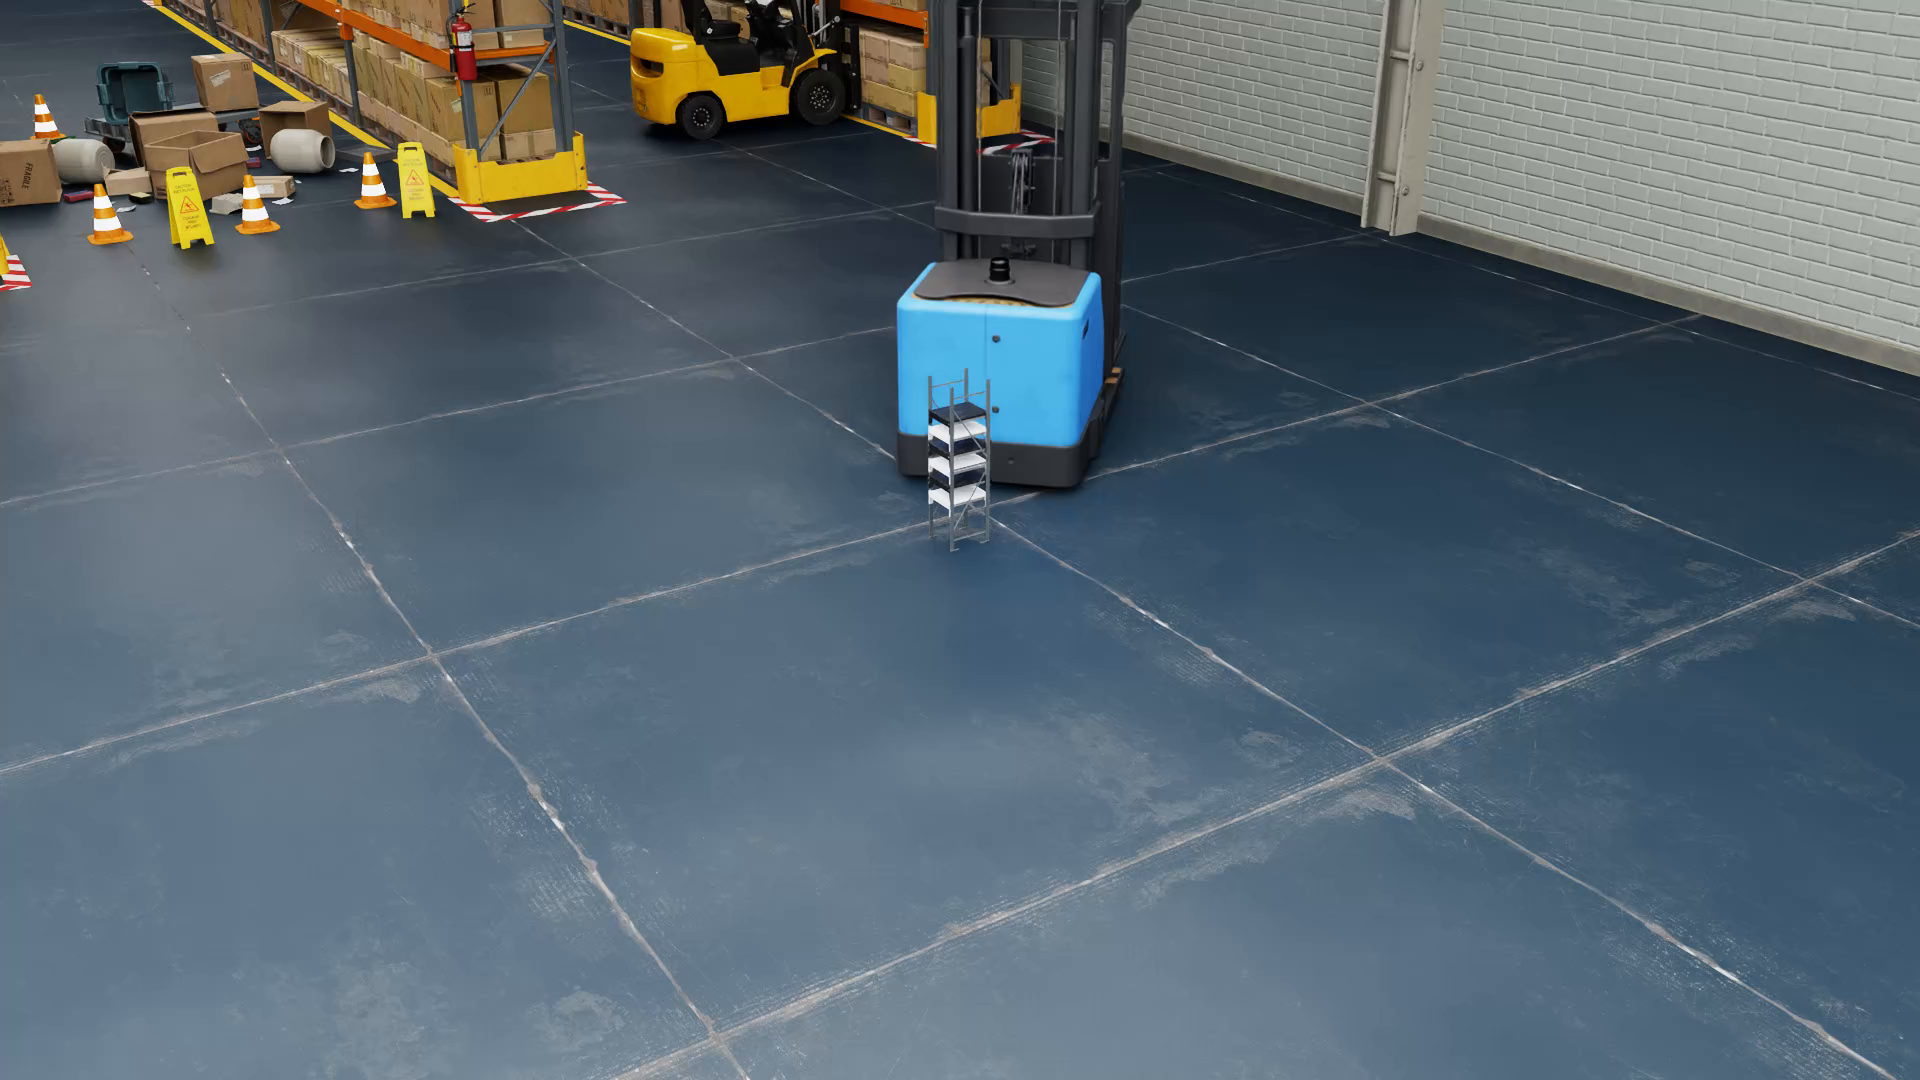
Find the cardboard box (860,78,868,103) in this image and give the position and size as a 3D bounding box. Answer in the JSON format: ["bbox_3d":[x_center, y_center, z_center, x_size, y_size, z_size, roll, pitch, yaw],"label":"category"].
[{"bbox_3d":[-0.958,-5.161,18.897,0.500,0.250,0.500,-15,29,-29],"label":"cardboard box"}]

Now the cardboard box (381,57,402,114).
[{"bbox_3d":[-5.569,-4.668,16.976,0.500,0.500,0.500,-14,29,-27],"label":"cardboard box"}]

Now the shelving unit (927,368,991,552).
[{"bbox_3d":[-0.004,-0.410,8.564,0.258,0.900,0.210,-16,29,-30],"label":"shelving unit"}]

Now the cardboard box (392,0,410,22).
[{"bbox_3d":[-5.132,-5.270,15.935,0.500,0.500,0.500,-16,29,-30],"label":"cardboard box"}]

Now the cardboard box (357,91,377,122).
[{"bbox_3d":[-6.152,-4.704,17.929,0.500,0.250,0.500,-17,30,-32],"label":"cardboard box"}]

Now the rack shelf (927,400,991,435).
[{"bbox_3d":[-0.004,-0.624,8.463,0.258,0.077,0.200,-16,29,-30],"label":"rack shelf"}]

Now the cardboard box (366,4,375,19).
[{"bbox_3d":[-5.887,-5.468,17.113,0.380,0.149,0.250,-15,29,-28],"label":"cardboard box"}]

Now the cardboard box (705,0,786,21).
[{"bbox_3d":[-2.803,-6.769,21.864,0.875,0.625,0.625,-16,30,-30],"label":"cardboard box"}]

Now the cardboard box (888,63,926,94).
[{"bbox_3d":[-0.436,-5.033,18.040,0.500,0.250,0.500,-16,30,-30],"label":"cardboard box"}]

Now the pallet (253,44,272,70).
[{"bbox_3d":[-8.799,-6.501,22.273,1.003,0.211,1.213,-16,29,-30],"label":"pallet"}]

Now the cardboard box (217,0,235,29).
[{"bbox_3d":[-10.210,-7.919,24.007,0.875,0.875,0.875,-15,29,-28],"label":"cardboard box"}]

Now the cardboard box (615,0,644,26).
[{"bbox_3d":[-4.686,-7.781,24.155,0.500,0.500,0.500,-15,29,-28],"label":"cardboard box"}]

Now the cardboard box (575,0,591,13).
[{"bbox_3d":[-5.538,-8.330,25.318,0.500,0.500,0.500,-17,30,-31],"label":"cardboard box"}]

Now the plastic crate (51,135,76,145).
[{"bbox_3d":[-9.148,-3.839,16.595,0.450,0.188,0.662,-10,25,2],"label":"plastic crate"}]

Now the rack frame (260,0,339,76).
[{"bbox_3d":[-8.432,-7.462,21.043,1.000,3.000,0.127,-16,29,-30],"label":"rack frame"}]

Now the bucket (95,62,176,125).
[{"bbox_3d":[-8.335,-4.537,16.902,0.726,0.611,0.620,-6,16,-12],"label":"bucket"}]

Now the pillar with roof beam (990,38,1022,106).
[{"bbox_3d":[-3.140,-7.927,15.002,9.100,9.000,0.400,-16,29,-30],"label":"pillar with roof beam"}]

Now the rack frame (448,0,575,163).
[{"bbox_3d":[-4.065,-4.601,14.982,1.000,3.000,0.127,-16,29,-30],"label":"rack frame"}]

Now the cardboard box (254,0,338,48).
[{"bbox_3d":[-8.739,-6.958,21.971,0.875,0.875,0.875,-16,30,-30],"label":"cardboard box"}]

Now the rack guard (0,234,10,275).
[{"bbox_3d":[-8.144,-2.272,12.977,1.175,0.500,0.348,-16,29,-30],"label":"rack guard"}]

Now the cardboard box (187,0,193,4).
[{"bbox_3d":[-11.848,-8.817,26.422,0.875,0.438,0.875,-15,29,-28],"label":"cardboard box"}]

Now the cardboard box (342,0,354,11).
[{"bbox_3d":[-6.345,-5.730,17.669,0.380,0.149,0.250,-16,29,-30],"label":"cardboard box"}]

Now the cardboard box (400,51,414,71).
[{"bbox_3d":[-5.254,-4.706,16.296,0.380,0.149,0.250,-14,29,-27],"label":"cardboard box"}]

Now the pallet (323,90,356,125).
[{"bbox_3d":[-6.675,-5.048,19.197,1.003,0.211,1.213,-16,29,-30],"label":"pallet"}]

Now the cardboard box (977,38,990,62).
[{"bbox_3d":[-0.012,-5.373,18.176,0.500,0.250,0.500,-16,30,-30],"label":"cardboard box"}]

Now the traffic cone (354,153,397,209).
[{"bbox_3d":[-5.380,-3.307,15.212,0.336,0.463,0.334,-16,29,-30],"label":"traffic cone"}]

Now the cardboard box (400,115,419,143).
[{"bbox_3d":[-5.298,-4.147,16.749,0.500,0.250,0.500,-17,30,-31],"label":"cardboard box"}]

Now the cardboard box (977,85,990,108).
[{"bbox_3d":[-0.012,-4.926,18.401,0.500,0.250,0.500,-15,29,-29],"label":"cardboard box"}]

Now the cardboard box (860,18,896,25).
[{"bbox_3d":[-0.826,-5.917,19.329,0.500,0.250,0.500,-16,30,-31],"label":"cardboard box"}]

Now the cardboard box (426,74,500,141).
[{"bbox_3d":[-4.721,-4.112,15.797,0.500,0.500,0.500,-15,29,-29],"label":"cardboard box"}]

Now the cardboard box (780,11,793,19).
[{"bbox_3d":[-1.820,-6.157,19.836,0.500,0.250,0.500,-15,29,-29],"label":"cardboard box"}]

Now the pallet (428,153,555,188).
[{"bbox_3d":[-4.520,-3.666,16.268,1.003,0.211,1.213,-16,29,-30],"label":"pallet"}]

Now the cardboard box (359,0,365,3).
[{"bbox_3d":[-5.948,-5.815,17.088,0.500,0.500,0.500,-16,29,-30],"label":"cardboard box"}]

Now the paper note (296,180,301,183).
[{"bbox_3d":[-6.400,-3.465,16.079,0.032,0.001,0.123,-16,29,-30],"label":"paper note"}]

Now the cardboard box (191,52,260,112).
[{"bbox_3d":[-7.723,-4.818,17.483,0.500,0.500,0.500,-16,29,-30],"label":"cardboard box"}]

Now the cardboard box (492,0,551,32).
[{"bbox_3d":[-4.091,-5.014,15.393,0.500,0.500,0.500,-16,30,-30],"label":"cardboard box"}]

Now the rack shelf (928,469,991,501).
[{"bbox_3d":[-0.004,-0.298,8.617,0.258,0.077,0.200,-16,29,-30],"label":"rack shelf"}]

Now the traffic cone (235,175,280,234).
[{"bbox_3d":[-6.125,-2.926,14.407,0.336,0.463,0.334,-16,29,-30],"label":"traffic cone"}]

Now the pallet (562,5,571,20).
[{"bbox_3d":[-5.983,-8.508,26.525,1.003,0.211,1.213,-16,29,-30],"label":"pallet"}]

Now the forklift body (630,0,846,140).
[{"bbox_3d":[-2.472,-5.628,18.152,2.313,2.155,1.214,-16,29,-30],"label":"forklift body"}]

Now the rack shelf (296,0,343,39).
[{"bbox_3d":[-7.340,-6.421,19.681,1.077,0.370,4.000,-16,29,-30],"label":"rack shelf"}]

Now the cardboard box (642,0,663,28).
[{"bbox_3d":[-3.946,-7.510,23.434,0.875,0.625,0.625,-15,29,-28],"label":"cardboard box"}]

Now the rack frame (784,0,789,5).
[{"bbox_3d":[-2.092,-7.189,20.466,1.000,3.000,0.127,-16,29,-30],"label":"rack frame"}]

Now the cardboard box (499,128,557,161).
[{"bbox_3d":[-4.273,-3.900,16.227,0.500,0.250,0.500,-16,30,-30],"label":"cardboard box"}]

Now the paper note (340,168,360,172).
[{"bbox_3d":[-6.058,-3.677,16.503,0.148,0.019,0.142,18,31,33],"label":"paper note"}]

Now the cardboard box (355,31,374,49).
[{"bbox_3d":[-6.135,-5.278,17.507,0.380,0.149,0.250,-15,29,-29],"label":"cardboard box"}]

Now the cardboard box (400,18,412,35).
[{"bbox_3d":[-5.205,-5.012,16.148,0.380,0.149,0.250,-16,30,-30],"label":"cardboard box"}]

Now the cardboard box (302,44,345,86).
[{"bbox_3d":[-7.313,-5.725,19.949,0.950,0.372,0.625,-14,29,-28],"label":"cardboard box"}]

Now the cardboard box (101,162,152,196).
[{"bbox_3d":[-7.859,-3.420,15.683,0.396,0.266,0.258,-10,27,-21],"label":"cardboard box"}]

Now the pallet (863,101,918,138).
[{"bbox_3d":[-0.361,-4.762,18.589,1.003,0.211,1.213,-16,29,-30],"label":"pallet"}]

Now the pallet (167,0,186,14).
[{"bbox_3d":[-12.297,-8.795,27.133,1.003,0.211,1.213,-16,29,-30],"label":"pallet"}]

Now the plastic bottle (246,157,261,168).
[{"bbox_3d":[-7.115,-3.804,16.736,0.133,0.061,0.283,-10,27,-21],"label":"plastic bottle"}]

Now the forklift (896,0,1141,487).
[{"bbox_3d":[0.456,-2.221,10.022,1.130,2.935,3.031,5,26,11],"label":"forklift"}]

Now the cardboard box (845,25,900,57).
[{"bbox_3d":[-0.988,-5.609,18.675,0.500,0.250,0.500,-15,29,-29],"label":"cardboard box"}]

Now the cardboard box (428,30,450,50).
[{"bbox_3d":[-4.679,-4.636,15.350,0.380,0.149,0.250,-16,30,-30],"label":"cardboard box"}]
